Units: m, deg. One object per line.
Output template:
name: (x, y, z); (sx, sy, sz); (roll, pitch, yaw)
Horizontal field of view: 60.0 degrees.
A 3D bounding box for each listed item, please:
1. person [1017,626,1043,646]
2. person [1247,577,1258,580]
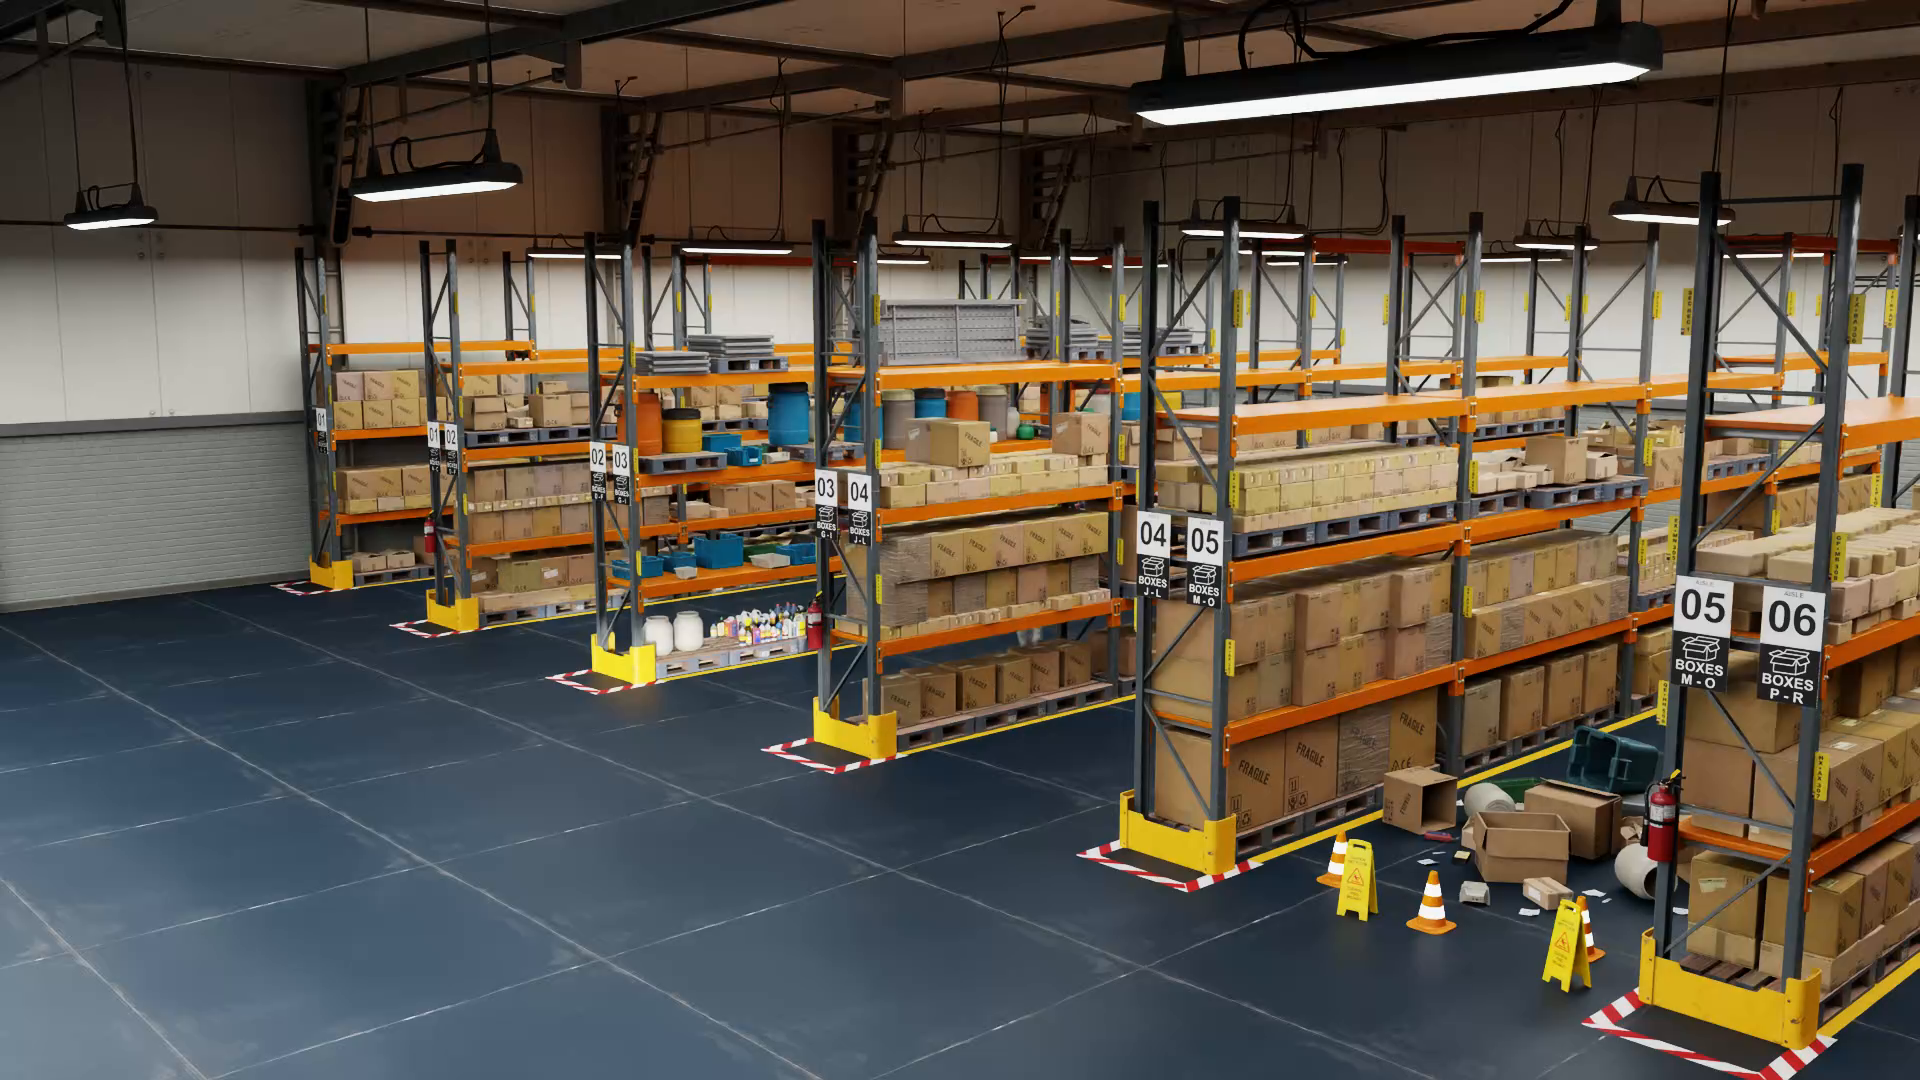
person: (0.964, 0.640, 23.071); (0.575, 1.868, 0.384); (1, 8, 9)
person: (3.712, 1.181, 21.337); (0.548, 1.783, 0.576); (1, 8, 9)
